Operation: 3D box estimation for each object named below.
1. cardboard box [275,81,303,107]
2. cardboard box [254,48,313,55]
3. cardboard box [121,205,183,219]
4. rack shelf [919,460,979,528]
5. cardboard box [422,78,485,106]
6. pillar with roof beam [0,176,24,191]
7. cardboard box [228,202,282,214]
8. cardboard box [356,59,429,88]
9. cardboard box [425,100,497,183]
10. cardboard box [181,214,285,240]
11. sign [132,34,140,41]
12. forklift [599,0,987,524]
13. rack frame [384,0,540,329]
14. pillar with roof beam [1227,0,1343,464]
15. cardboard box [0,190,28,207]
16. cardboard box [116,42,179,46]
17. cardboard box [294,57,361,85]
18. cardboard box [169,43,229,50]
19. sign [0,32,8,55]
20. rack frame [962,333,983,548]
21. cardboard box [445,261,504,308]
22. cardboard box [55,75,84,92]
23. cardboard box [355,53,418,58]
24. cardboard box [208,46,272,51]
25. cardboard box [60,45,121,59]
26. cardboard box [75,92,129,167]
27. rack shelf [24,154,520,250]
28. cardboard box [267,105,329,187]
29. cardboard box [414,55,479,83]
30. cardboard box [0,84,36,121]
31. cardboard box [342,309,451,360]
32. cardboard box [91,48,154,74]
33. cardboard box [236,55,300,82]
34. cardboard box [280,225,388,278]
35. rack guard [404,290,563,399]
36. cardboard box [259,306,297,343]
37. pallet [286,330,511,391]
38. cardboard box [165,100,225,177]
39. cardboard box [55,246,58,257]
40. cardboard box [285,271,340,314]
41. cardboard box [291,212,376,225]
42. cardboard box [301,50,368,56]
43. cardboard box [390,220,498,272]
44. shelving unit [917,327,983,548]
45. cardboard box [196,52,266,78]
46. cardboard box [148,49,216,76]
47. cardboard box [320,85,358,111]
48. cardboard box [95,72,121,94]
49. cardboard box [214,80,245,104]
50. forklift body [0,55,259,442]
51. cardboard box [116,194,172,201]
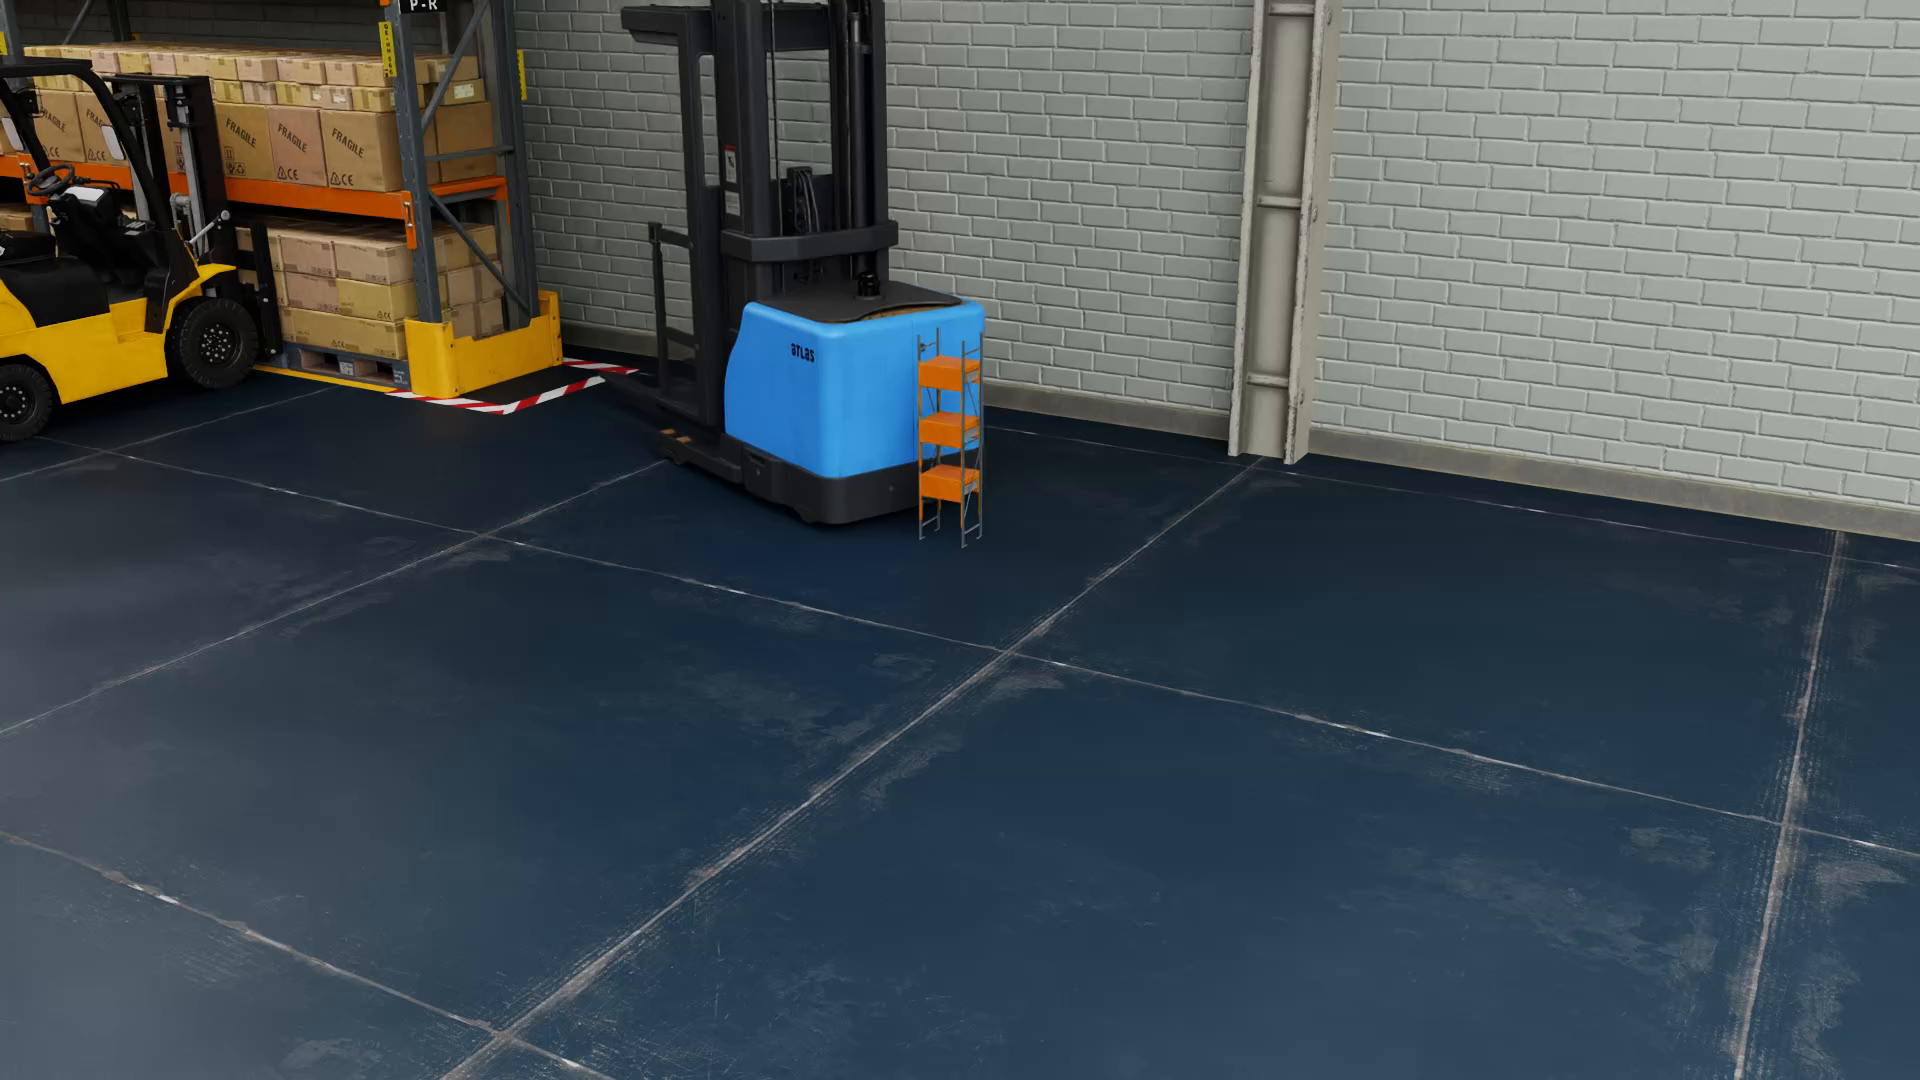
[{"bbox_3d":[-4.342,-3.001,11.143,0.250,0.149,0.380,11,22,27],"label":"cardboard box"},{"bbox_3d":[-4.782,-3.413,11.840,0.250,0.149,0.380,11,23,28],"label":"cardboard box"},{"bbox_3d":[-6.038,-2.314,12.295,0.500,0.250,0.500,11,23,27],"label":"cardboard box"},{"bbox_3d":[-0.047,-0.231,8.309,0.240,0.259,0.215,11,23,27],"label":"rack shelf"},{"bbox_3d":[-3.427,-3.021,11.197,0.250,0.149,0.380,10,22,26],"label":"cardboard box"},{"bbox_3d":[-10.763,-5.456,10.210,0.400,9.000,9.100,11,23,27],"label":"pillar with roof beam"},{"bbox_3d":[-5.340,-2.384,12.487,0.500,0.250,0.500,11,23,28],"label":"cardboard box"},{"bbox_3d":[-3.673,-3.024,10.769,0.250,0.149,0.380,11,23,27],"label":"cardboard box"},{"bbox_3d":[-3.554,-2.748,11.394,0.500,0.500,0.500,12,23,29],"label":"cardboard box"},{"bbox_3d":[-5.144,-2.145,11.829,0.500,0.250,0.500,10,22,26],"label":"cardboard box"},{"bbox_3d":[-6.480,-3.811,13.085,0.005,0.325,0.100,11,23,27],"label":"sign"},{"bbox_3d":[-1.141,-1.895,9.290,1.130,2.935,3.031,-14,24,-34],"label":"forklift"},{"bbox_3d":[-3.257,-2.536,10.957,0.127,3.000,1.000,11,23,27],"label":"rack frame"},{"bbox_3d":[-0.287,-3.461,4.709,0.400,9.000,9.100,11,23,27],"label":"pillar with roof beam"},{"bbox_3d":[-7.884,-2.497,13.716,0.625,0.625,0.875,11,22,27],"label":"cardboard box"},{"bbox_3d":[-6.124,-3.675,12.564,0.250,0.149,0.380,10,22,26],"label":"cardboard box"},{"bbox_3d":[-4.145,-3.091,10.955,0.250,0.149,0.380,11,23,28],"label":"cardboard box"},{"bbox_3d":[-5.638,-3.612,12.391,0.250,0.149,0.380,10,22,26],"label":"cardboard box"},{"bbox_3d":[-7.005,-3.545,12.157,0.005,0.325,0.100,11,23,27],"label":"sign"},{"bbox_3d":[0.060,-0.482,8.155,0.008,1.050,0.200,11,23,27],"label":"rack frame"},{"bbox_3d":[-3.566,-1.816,11.655,0.500,0.250,0.500,11,23,28],"label":"cardboard box"},{"bbox_3d":[-6.372,-3.379,12.183,0.250,0.149,0.380,11,23,29],"label":"cardboard box"},{"bbox_3d":[-3.896,-3.240,11.364,0.250,0.149,0.380,11,23,28],"label":"cardboard box"},{"bbox_3d":[-5.221,-3.507,12.100,0.250,0.149,0.380,11,22,27],"label":"cardboard box"},{"bbox_3d":[-6.334,-3.540,12.191,0.250,0.149,0.380,11,23,28],"label":"cardboard box"},{"bbox_3d":[-6.026,-3.015,12.130,0.500,0.500,0.500,11,23,28],"label":"cardboard box"},{"bbox_3d":[-5.003,-2.530,11.996,4.000,0.370,1.077,11,23,27],"label":"rack shelf"},{"bbox_3d":[-4.263,-2.675,11.195,0.500,0.500,0.500,12,23,29],"label":"cardboard box"},{"bbox_3d":[-3.446,-3.147,11.107,0.250,0.149,0.380,10,22,26],"label":"cardboard box"},{"bbox_3d":[-7.303,-3.371,12.746,0.500,0.250,0.500,10,22,26],"label":"cardboard box"},{"bbox_3d":[-3.821,-1.425,11.310,0.500,0.250,0.500,11,23,28],"label":"cardboard box"},{"bbox_3d":[-5.941,-3.422,11.865,0.250,0.149,0.380,11,23,28],"label":"cardboard box"},{"bbox_3d":[-4.607,-3.165,11.158,0.250,0.149,0.380,11,23,29],"label":"cardboard box"},{"bbox_3d":[-4.260,-1.977,11.368,0.500,0.250,0.500,11,23,28],"label":"cardboard box"},{"bbox_3d":[-3.236,-1.357,11.372,0.348,0.500,1.175,11,23,27],"label":"rack guard"},{"bbox_3d":[-4.683,-1.596,11.782,0.500,0.250,0.500,11,23,28],"label":"cardboard box"},{"bbox_3d":[-3.945,-1.340,11.748,1.213,0.211,1.003,11,23,27],"label":"pallet"},{"bbox_3d":[-5.155,-2.841,11.651,0.500,0.500,0.500,11,23,28],"label":"cardboard box"},{"bbox_3d":[-6.477,-2.168,12.627,0.500,0.250,0.500,11,23,27],"label":"cardboard box"},{"bbox_3d":[-4.267,-1.750,11.474,0.500,0.250,0.500,11,22,27],"label":"cardboard box"},{"bbox_3d":[-4.454,-2.215,12.023,0.500,0.250,0.500,11,22,27],"label":"cardboard box"},{"bbox_3d":[-4.347,-3.322,11.590,0.250,0.149,0.380,12,23,29],"label":"cardboard box"},{"bbox_3d":[-3.584,-2.047,11.559,0.500,0.250,0.500,10,22,26],"label":"cardboard box"},{"bbox_3d":[-0.047,-0.502,8.211,0.252,1.050,0.215,11,23,27],"label":"shelving unit"},{"bbox_3d":[-5.015,-3.278,11.468,0.250,0.149,0.380,11,23,28],"label":"cardboard box"},{"bbox_3d":[-5.452,-3.361,11.697,0.250,0.149,0.380,11,23,27],"label":"cardboard box"},{"bbox_3d":[-3.934,-2.895,10.851,0.250,0.149,0.380,11,23,28],"label":"cardboard box"},{"bbox_3d":[-5.952,-3.281,11.913,0.250,0.149,0.380,11,23,28],"label":"cardboard box"},{"bbox_3d":[-4.828,-3.068,11.326,0.250,0.149,0.380,11,23,28],"label":"cardboard box"},{"bbox_3d":[-5.802,-1.909,10.473,1.214,2.155,2.313,11,23,27],"label":"forklift body"},{"bbox_3d":[-6.225,-2.551,12.950,0.500,0.250,0.500,11,23,28],"label":"cardboard box"}]
